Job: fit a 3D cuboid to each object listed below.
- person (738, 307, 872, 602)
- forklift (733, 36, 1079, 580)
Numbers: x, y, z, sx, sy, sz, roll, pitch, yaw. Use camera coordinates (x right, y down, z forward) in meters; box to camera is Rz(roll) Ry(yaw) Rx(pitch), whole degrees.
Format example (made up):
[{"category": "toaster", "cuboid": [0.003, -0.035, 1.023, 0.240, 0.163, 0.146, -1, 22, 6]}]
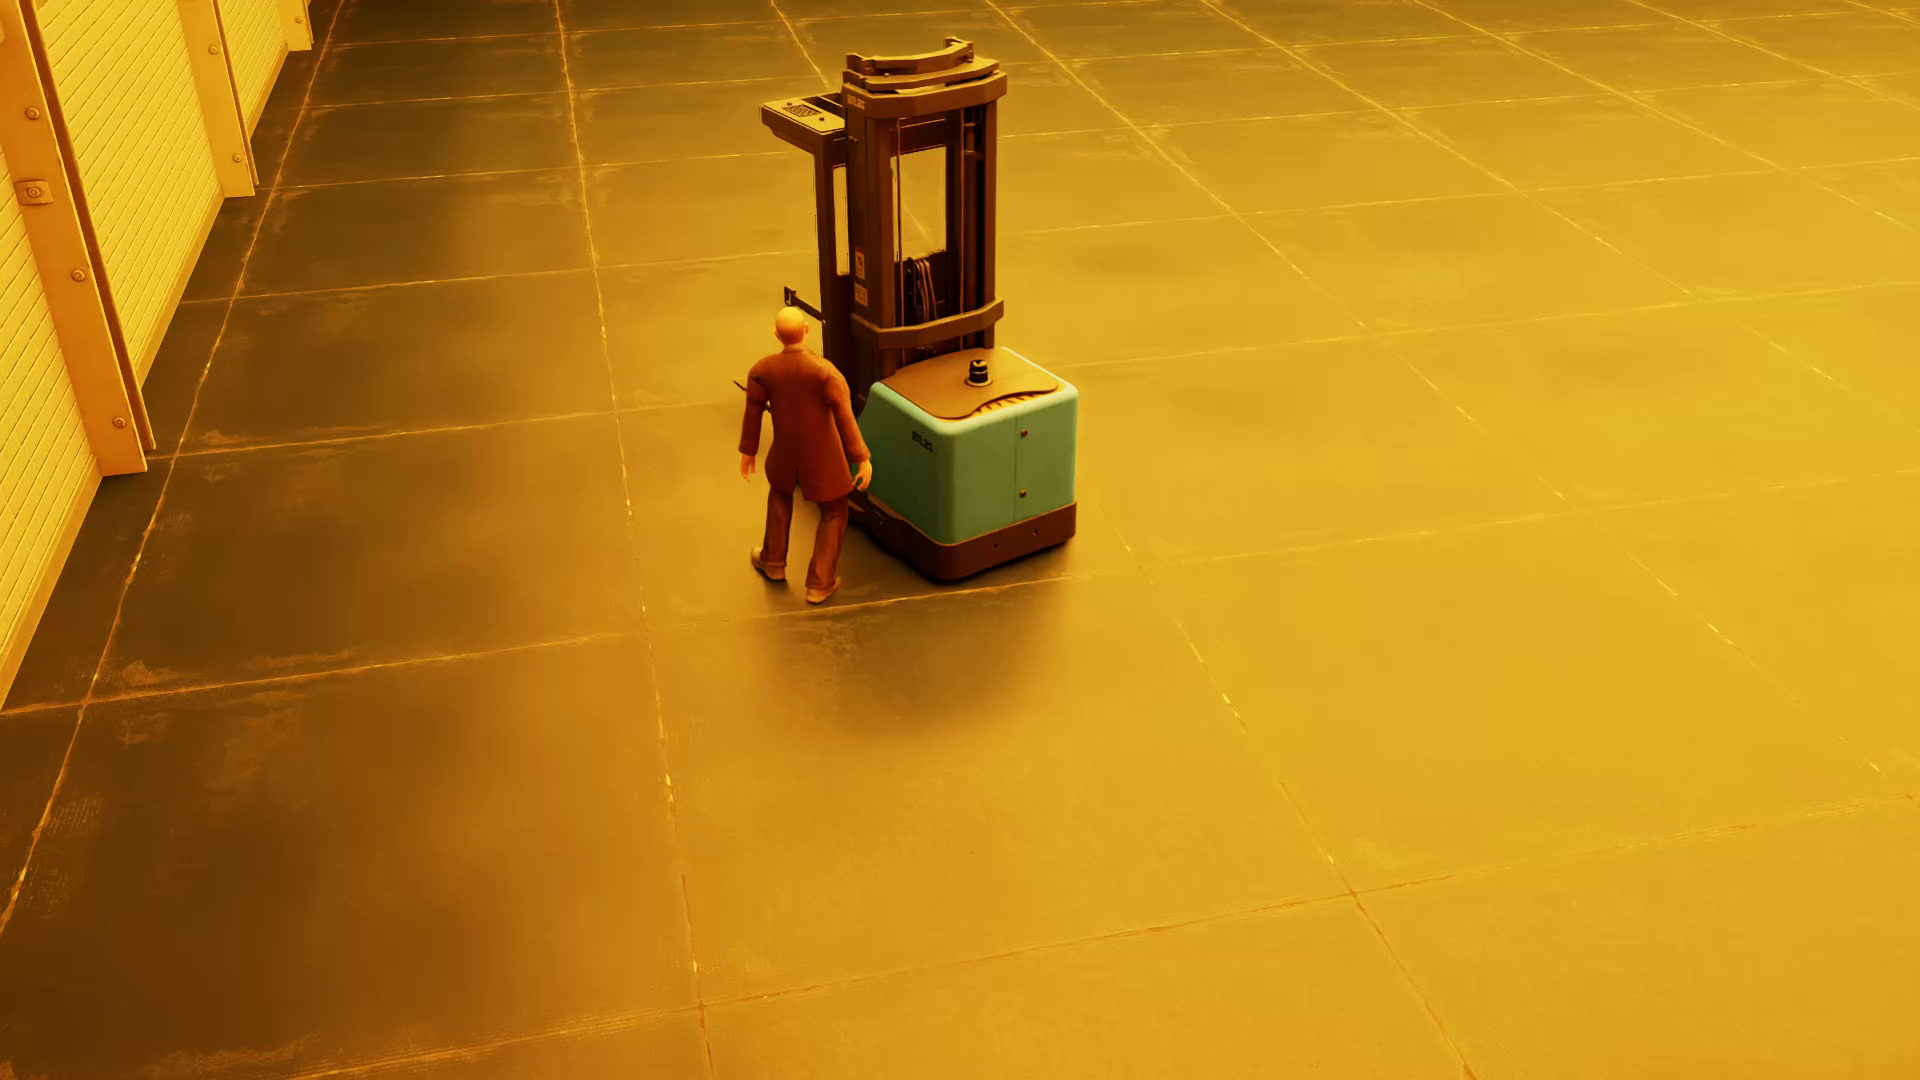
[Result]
[{"category": "person", "cuboid": [-0.910, -0.484, 9.665, 0.931, 1.753, 0.523, 14, 33, 22]}, {"category": "forklift", "cuboid": [-0.520, -1.720, 10.545, 1.130, 2.935, 3.031, -19, 35, -29]}]
